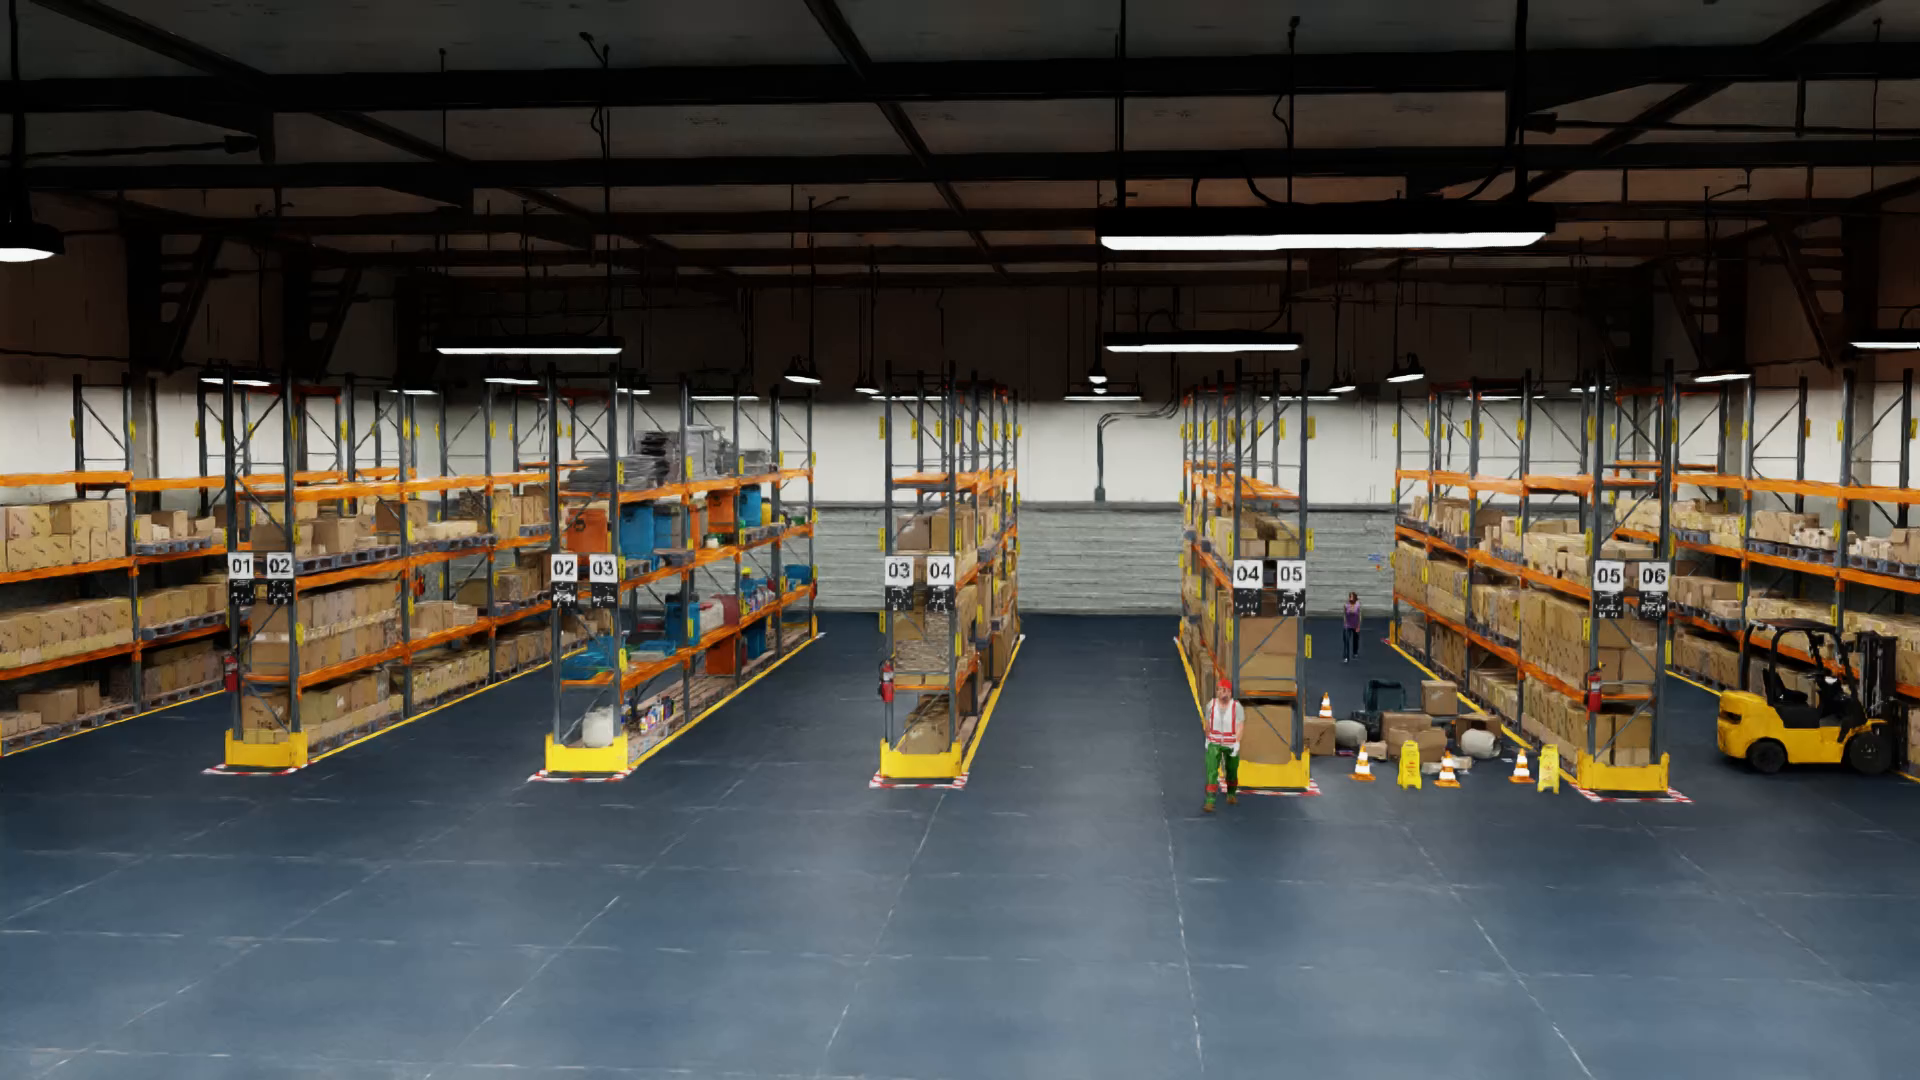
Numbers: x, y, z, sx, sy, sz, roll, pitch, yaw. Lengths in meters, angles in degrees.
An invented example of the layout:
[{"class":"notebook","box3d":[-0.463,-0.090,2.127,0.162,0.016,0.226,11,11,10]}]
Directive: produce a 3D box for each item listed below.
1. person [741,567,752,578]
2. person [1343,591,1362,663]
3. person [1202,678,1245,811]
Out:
[{"class":"person","box3d":[-5.043,1.525,39.560,0.453,1.770,0.682,0,4,-7]},{"class":"person","box3d":[8.458,1.867,35.819,0.407,1.533,0.956,1,4,14]},{"class":"person","box3d":[3.484,2.683,21.940,0.534,1.725,1.038,1,4,14]}]
